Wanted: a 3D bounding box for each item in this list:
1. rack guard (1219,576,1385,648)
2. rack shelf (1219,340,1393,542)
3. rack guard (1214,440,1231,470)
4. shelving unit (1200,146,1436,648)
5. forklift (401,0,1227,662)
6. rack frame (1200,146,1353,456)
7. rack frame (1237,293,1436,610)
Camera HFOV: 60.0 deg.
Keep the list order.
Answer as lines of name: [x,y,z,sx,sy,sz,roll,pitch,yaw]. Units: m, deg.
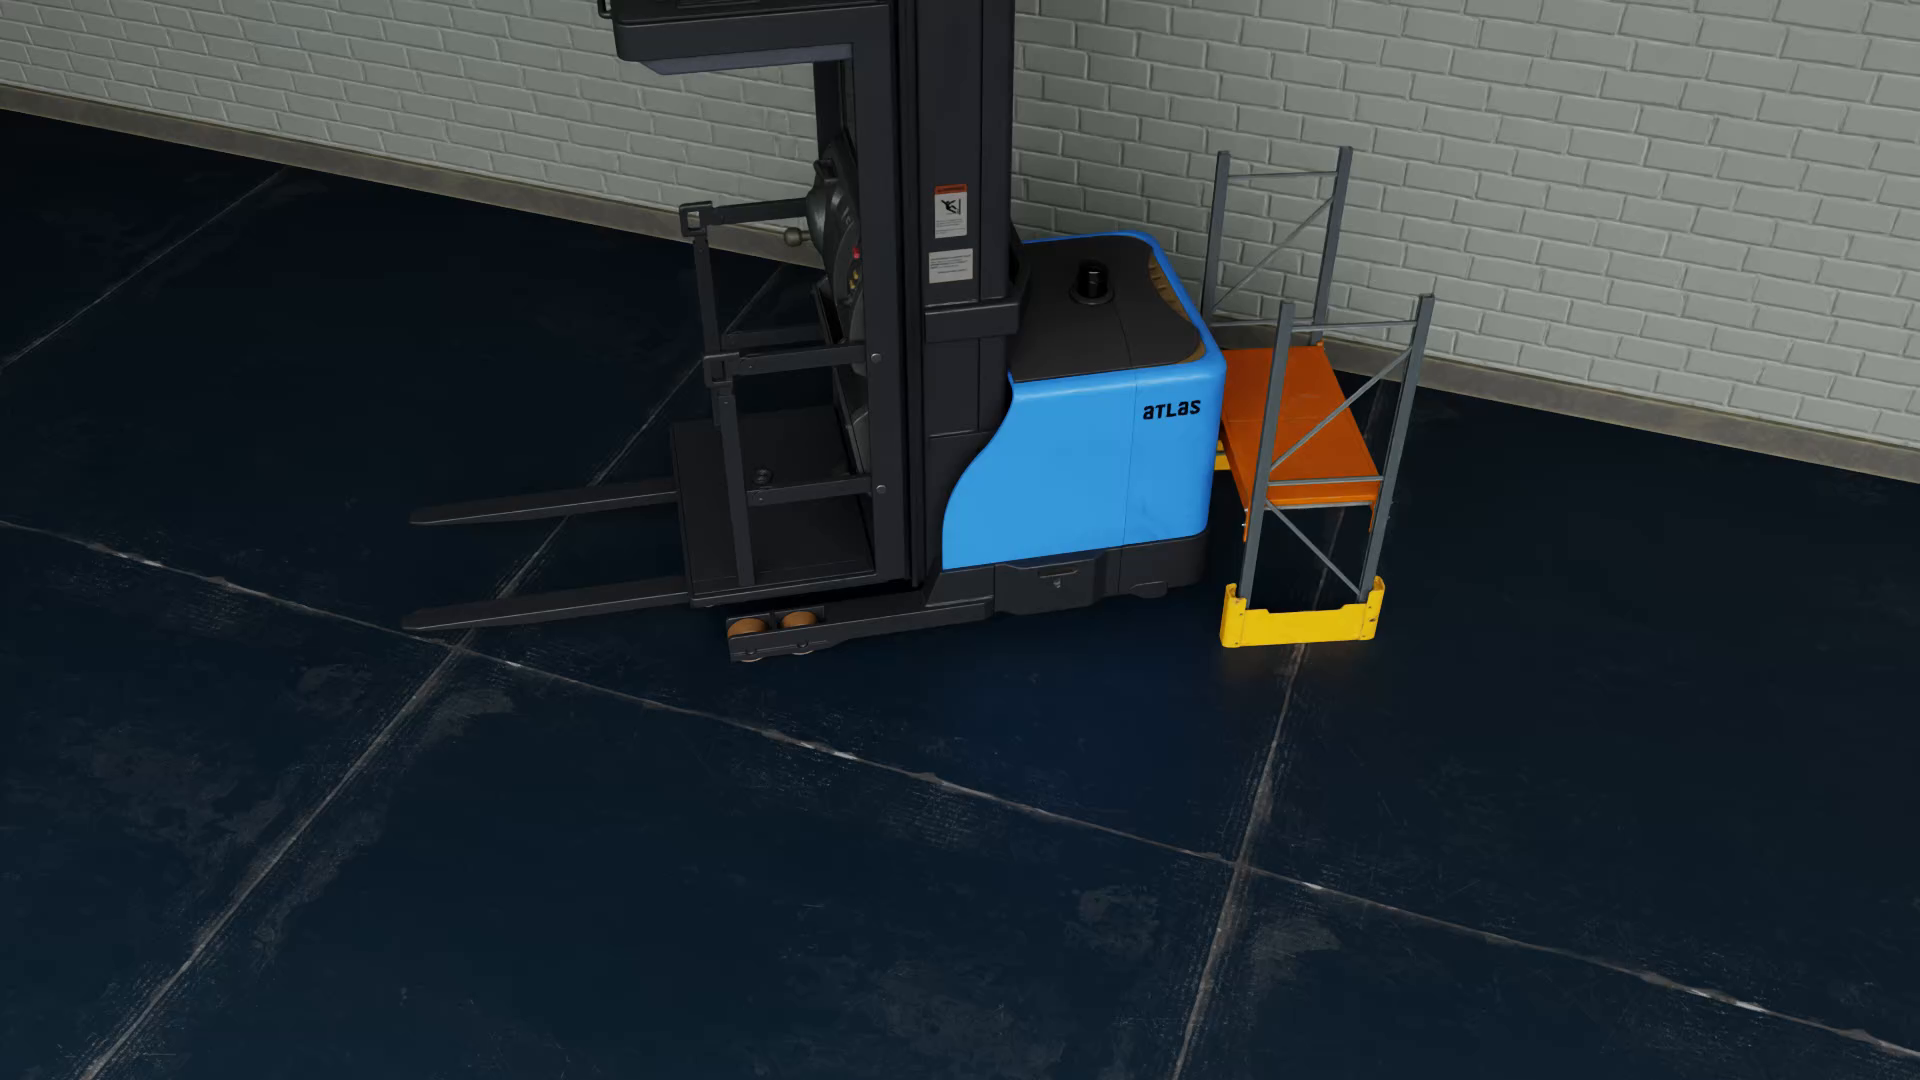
rack guard: [1.281,0.269,6.242,0.587,0.250,0.087,-3,41,-4]
rack shelf: [1.240,-0.398,6.338,0.538,0.185,1.000,-3,41,-4]
rack guard: [1.200,-0.375,6.997,0.587,0.250,0.087,-3,41,-4]
shelving unit: [1.241,-0.529,6.214,0.587,1.500,1.083,-3,41,-4]
forklift: [-0.610,-1.034,5.704,3.031,2.935,1.130,-8,41,-9]
rack frame: [1.199,-0.863,6.606,0.500,1.500,0.032,-3,41,-4]
rack frame: [1.281,-0.206,5.835,0.500,1.500,0.032,-3,41,-4]
